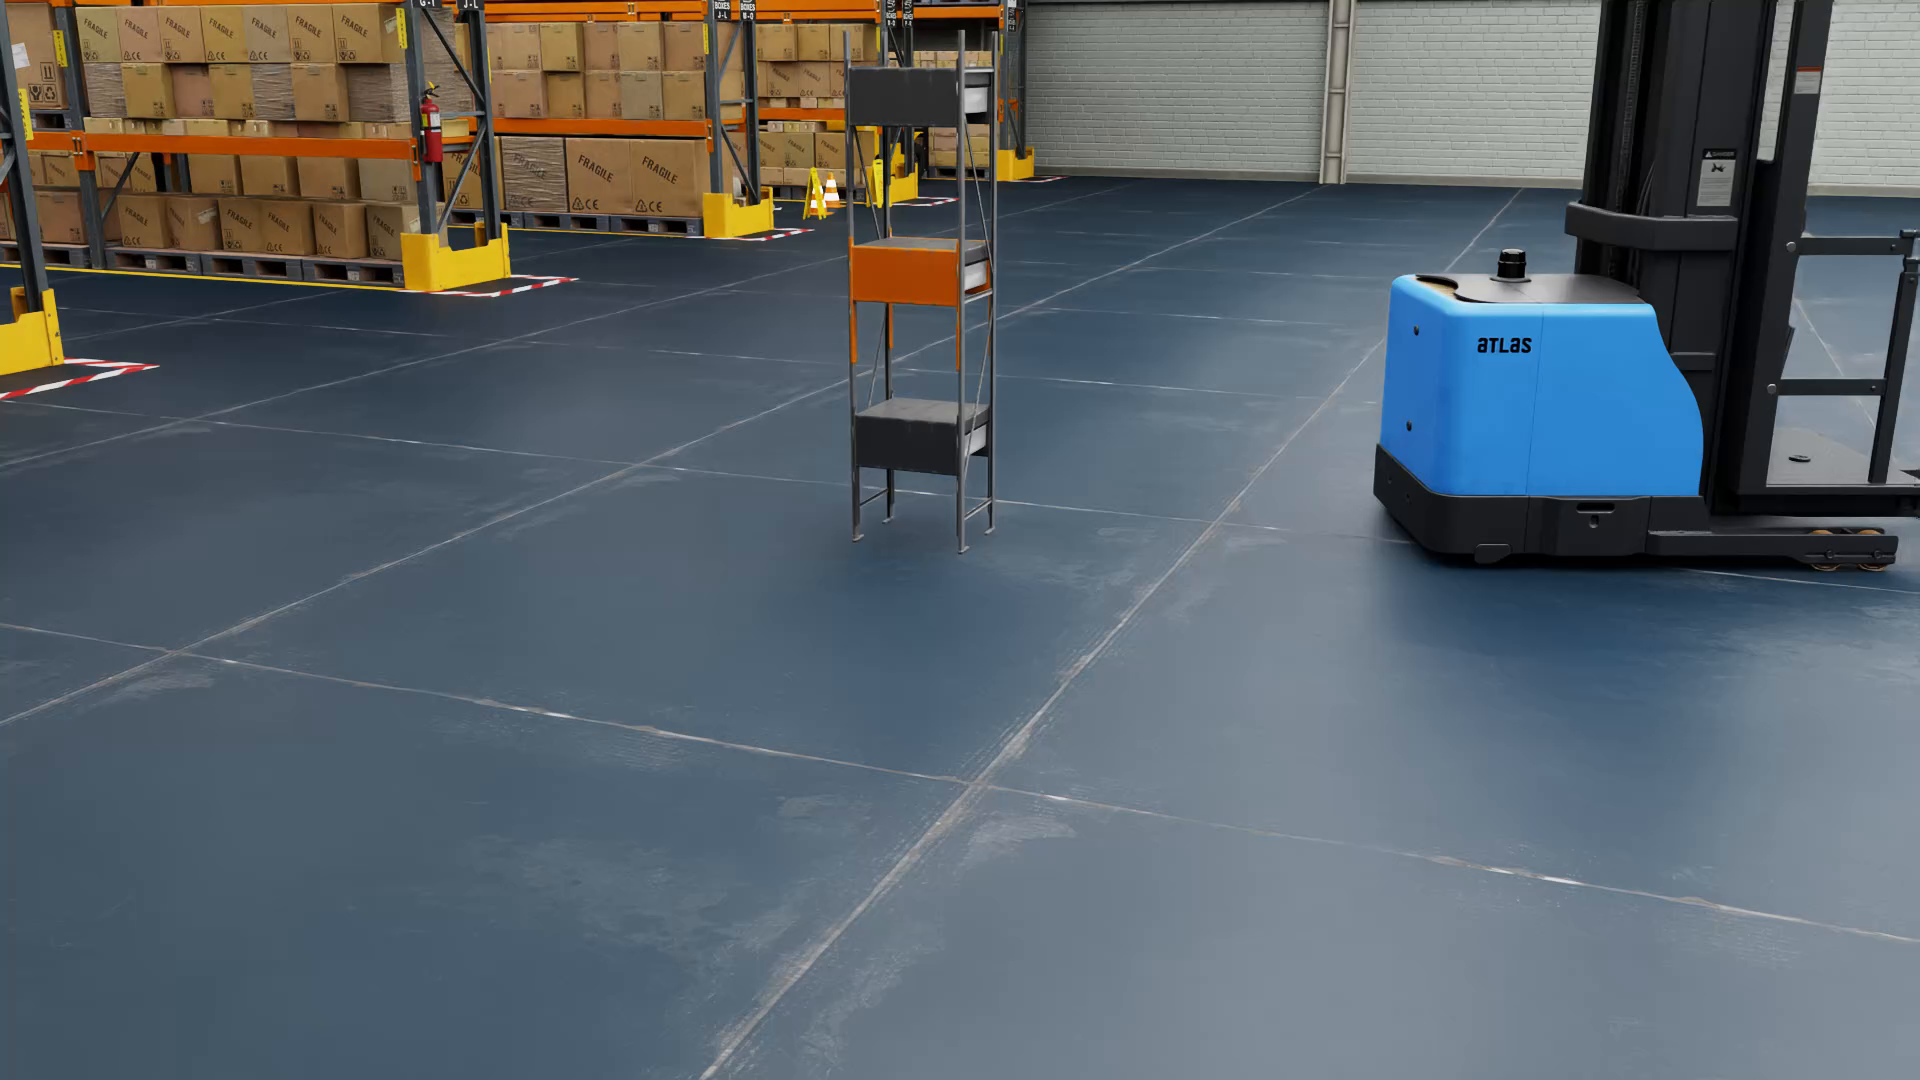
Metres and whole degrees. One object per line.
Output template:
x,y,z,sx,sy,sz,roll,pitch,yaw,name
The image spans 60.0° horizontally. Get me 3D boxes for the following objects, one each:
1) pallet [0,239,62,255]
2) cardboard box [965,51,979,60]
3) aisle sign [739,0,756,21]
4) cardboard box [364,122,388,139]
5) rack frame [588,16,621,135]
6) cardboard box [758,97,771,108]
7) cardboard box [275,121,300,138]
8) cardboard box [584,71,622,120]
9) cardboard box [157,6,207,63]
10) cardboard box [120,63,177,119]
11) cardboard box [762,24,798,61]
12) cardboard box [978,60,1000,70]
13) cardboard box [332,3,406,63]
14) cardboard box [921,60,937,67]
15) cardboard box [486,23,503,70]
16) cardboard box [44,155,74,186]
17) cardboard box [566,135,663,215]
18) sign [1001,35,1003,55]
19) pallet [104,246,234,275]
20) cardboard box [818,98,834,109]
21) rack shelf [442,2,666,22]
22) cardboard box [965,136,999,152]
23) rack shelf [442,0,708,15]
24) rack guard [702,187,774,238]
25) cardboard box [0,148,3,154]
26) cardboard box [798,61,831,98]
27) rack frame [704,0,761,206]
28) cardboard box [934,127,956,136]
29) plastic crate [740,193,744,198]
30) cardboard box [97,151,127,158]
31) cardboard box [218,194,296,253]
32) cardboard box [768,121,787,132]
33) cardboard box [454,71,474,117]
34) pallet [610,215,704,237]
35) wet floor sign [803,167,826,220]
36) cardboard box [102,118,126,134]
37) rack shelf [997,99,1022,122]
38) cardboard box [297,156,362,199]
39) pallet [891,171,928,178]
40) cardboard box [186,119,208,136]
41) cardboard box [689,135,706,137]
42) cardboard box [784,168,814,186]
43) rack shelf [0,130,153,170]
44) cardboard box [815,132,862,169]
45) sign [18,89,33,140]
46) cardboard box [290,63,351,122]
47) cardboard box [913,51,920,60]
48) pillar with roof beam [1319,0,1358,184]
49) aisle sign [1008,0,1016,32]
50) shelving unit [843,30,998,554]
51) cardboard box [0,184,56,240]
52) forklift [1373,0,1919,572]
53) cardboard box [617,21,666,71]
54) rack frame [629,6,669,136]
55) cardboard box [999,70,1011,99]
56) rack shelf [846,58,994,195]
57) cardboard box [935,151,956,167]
-10.131,-3.079,17.400,1.213,0.211,1.003,6,17,21,pallet
0.256,-8.164,28.040,0.250,0.149,0.380,6,17,21,cardboard box
-2.457,-6.400,19.176,0.004,0.787,0.394,6,17,21,aisle sign
-5.120,-3.686,14.940,0.250,0.149,0.380,6,17,21,cardboard box
-6.535,-8.481,31.008,0.127,3.000,1.000,6,17,21,rack frame
-2.752,-6.399,24.285,0.250,0.149,0.380,6,17,21,cardboard box
-6.057,-3.784,15.277,0.250,0.149,0.380,6,17,21,cardboard box
-3.989,-5.320,19.849,0.550,0.550,0.875,6,17,21,cardboard box
-7.012,-4.671,15.378,0.500,0.500,0.500,6,17,21,cardboard box
-7.420,-4.283,15.833,0.500,0.500,0.875,6,17,21,cardboard box
-2.446,-7.121,23.816,0.500,0.500,0.700,6,17,20,cardboard box
0.482,-7.985,27.957,0.250,0.149,0.380,7,17,21,cardboard box
-5.149,-4.468,14.678,0.500,0.500,0.500,6,17,21,cardboard box
-0.478,-8.090,28.316,0.250,0.149,0.380,6,17,19,cardboard box
-5.469,-6.008,20.283,0.550,0.550,0.875,6,17,21,cardboard box
-12.221,-5.062,22.959,0.500,0.500,0.500,7,17,22,cardboard box
-4.107,-4.404,20.021,0.875,0.875,0.875,6,17,20,cardboard box
0.695,-8.193,27.515,0.005,0.325,0.100,6,17,21,sign
-7.630,-2.816,16.493,1.213,0.211,1.003,6,17,21,pallet
-1.844,-6.266,23.829,0.250,0.149,0.380,6,17,20,cardboard box
-6.492,-8.084,25.550,4.000,0.370,1.077,6,17,21,rack shelf
0.340,-6.753,28.337,0.500,0.250,0.500,6,17,20,cardboard box
-4.493,-6.381,19.683,4.000,0.370,1.077,6,17,21,rack shelf
-2.611,-3.878,19.636,0.348,0.500,1.175,6,17,21,rack guard
-13.205,-5.526,23.213,0.500,0.250,0.500,5,17,18,cardboard box
-1.981,-6.603,23.824,0.500,0.500,0.500,6,17,21,cardboard box
-2.633,-5.081,19.296,0.127,3.000,1.000,6,17,21,rack frame
-0.113,-7.041,28.433,0.500,0.250,0.500,7,17,22,cardboard box
-3.472,-5.009,24.284,0.583,0.080,0.402,0,16,1,plastic crate
-11.281,-5.312,22.475,0.500,0.250,0.500,7,17,21,cardboard box
-6.768,-3.064,16.079,0.500,0.500,0.500,5,17,16,cardboard box
-2.595,-6.016,24.188,0.250,0.149,0.380,7,18,23,cardboard box
-6.006,-5.528,20.565,0.550,0.550,0.875,6,17,21,cardboard box
-3.405,-3.803,19.896,1.213,0.211,1.003,6,17,21,pallet
-1.879,-4.461,21.383,0.232,0.644,0.267,3,17,11,wet floor sign
-7.950,-3.965,15.900,0.250,0.149,0.380,6,17,21,cardboard box
-0.953,-7.522,28.994,4.000,0.370,1.077,6,17,21,rack shelf
-7.860,-4.751,21.442,0.750,0.750,1.050,6,17,21,cardboard box
-0.951,-6.516,29.241,1.213,0.211,1.003,6,17,21,pallet
-7.006,-3.872,15.582,0.250,0.149,0.380,6,17,21,cardboard box
-3.680,-5.844,24.756,0.500,0.500,0.500,7,18,23,cardboard box
-2.240,-5.324,24.312,0.500,0.250,0.500,6,17,21,cardboard box
-10.128,-4.073,17.115,4.000,0.370,1.077,6,17,21,rack shelf
-1.752,-5.631,24.023,0.500,0.500,0.500,6,17,21,cardboard box
-6.158,-2.796,10.927,0.005,0.325,0.100,6,17,21,sign
-5.558,-4.079,15.132,0.500,0.500,0.875,6,17,21,cardboard box
-0.727,-8.252,28.341,0.250,0.149,0.380,7,17,22,cardboard box
4.592,-9.119,22.443,0.400,9.000,9.100,6,17,21,pillar with roof beam
0.860,-8.829,27.541,0.004,0.787,0.394,6,17,21,aisle sign
-0.154,-1.025,6.939,0.503,2.100,0.431,6,17,21,shelving unit
-9.788,-3.404,17.214,0.500,0.500,0.700,5,17,16,cardboard box
3.413,-1.429,6.838,3.031,2.935,1.130,0,16,0,forklift
-3.509,-5.752,19.401,0.550,0.550,0.875,6,17,21,cardboard box
-4.632,-6.784,25.163,0.127,3.000,1.000,6,17,21,rack frame
0.548,-7.834,28.598,0.500,0.500,0.500,7,18,22,cardboard box
-0.154,-1.684,6.748,0.480,0.518,0.431,6,17,21,rack shelf
-0.105,-6.564,28.581,0.500,0.250,0.500,6,17,21,cardboard box
